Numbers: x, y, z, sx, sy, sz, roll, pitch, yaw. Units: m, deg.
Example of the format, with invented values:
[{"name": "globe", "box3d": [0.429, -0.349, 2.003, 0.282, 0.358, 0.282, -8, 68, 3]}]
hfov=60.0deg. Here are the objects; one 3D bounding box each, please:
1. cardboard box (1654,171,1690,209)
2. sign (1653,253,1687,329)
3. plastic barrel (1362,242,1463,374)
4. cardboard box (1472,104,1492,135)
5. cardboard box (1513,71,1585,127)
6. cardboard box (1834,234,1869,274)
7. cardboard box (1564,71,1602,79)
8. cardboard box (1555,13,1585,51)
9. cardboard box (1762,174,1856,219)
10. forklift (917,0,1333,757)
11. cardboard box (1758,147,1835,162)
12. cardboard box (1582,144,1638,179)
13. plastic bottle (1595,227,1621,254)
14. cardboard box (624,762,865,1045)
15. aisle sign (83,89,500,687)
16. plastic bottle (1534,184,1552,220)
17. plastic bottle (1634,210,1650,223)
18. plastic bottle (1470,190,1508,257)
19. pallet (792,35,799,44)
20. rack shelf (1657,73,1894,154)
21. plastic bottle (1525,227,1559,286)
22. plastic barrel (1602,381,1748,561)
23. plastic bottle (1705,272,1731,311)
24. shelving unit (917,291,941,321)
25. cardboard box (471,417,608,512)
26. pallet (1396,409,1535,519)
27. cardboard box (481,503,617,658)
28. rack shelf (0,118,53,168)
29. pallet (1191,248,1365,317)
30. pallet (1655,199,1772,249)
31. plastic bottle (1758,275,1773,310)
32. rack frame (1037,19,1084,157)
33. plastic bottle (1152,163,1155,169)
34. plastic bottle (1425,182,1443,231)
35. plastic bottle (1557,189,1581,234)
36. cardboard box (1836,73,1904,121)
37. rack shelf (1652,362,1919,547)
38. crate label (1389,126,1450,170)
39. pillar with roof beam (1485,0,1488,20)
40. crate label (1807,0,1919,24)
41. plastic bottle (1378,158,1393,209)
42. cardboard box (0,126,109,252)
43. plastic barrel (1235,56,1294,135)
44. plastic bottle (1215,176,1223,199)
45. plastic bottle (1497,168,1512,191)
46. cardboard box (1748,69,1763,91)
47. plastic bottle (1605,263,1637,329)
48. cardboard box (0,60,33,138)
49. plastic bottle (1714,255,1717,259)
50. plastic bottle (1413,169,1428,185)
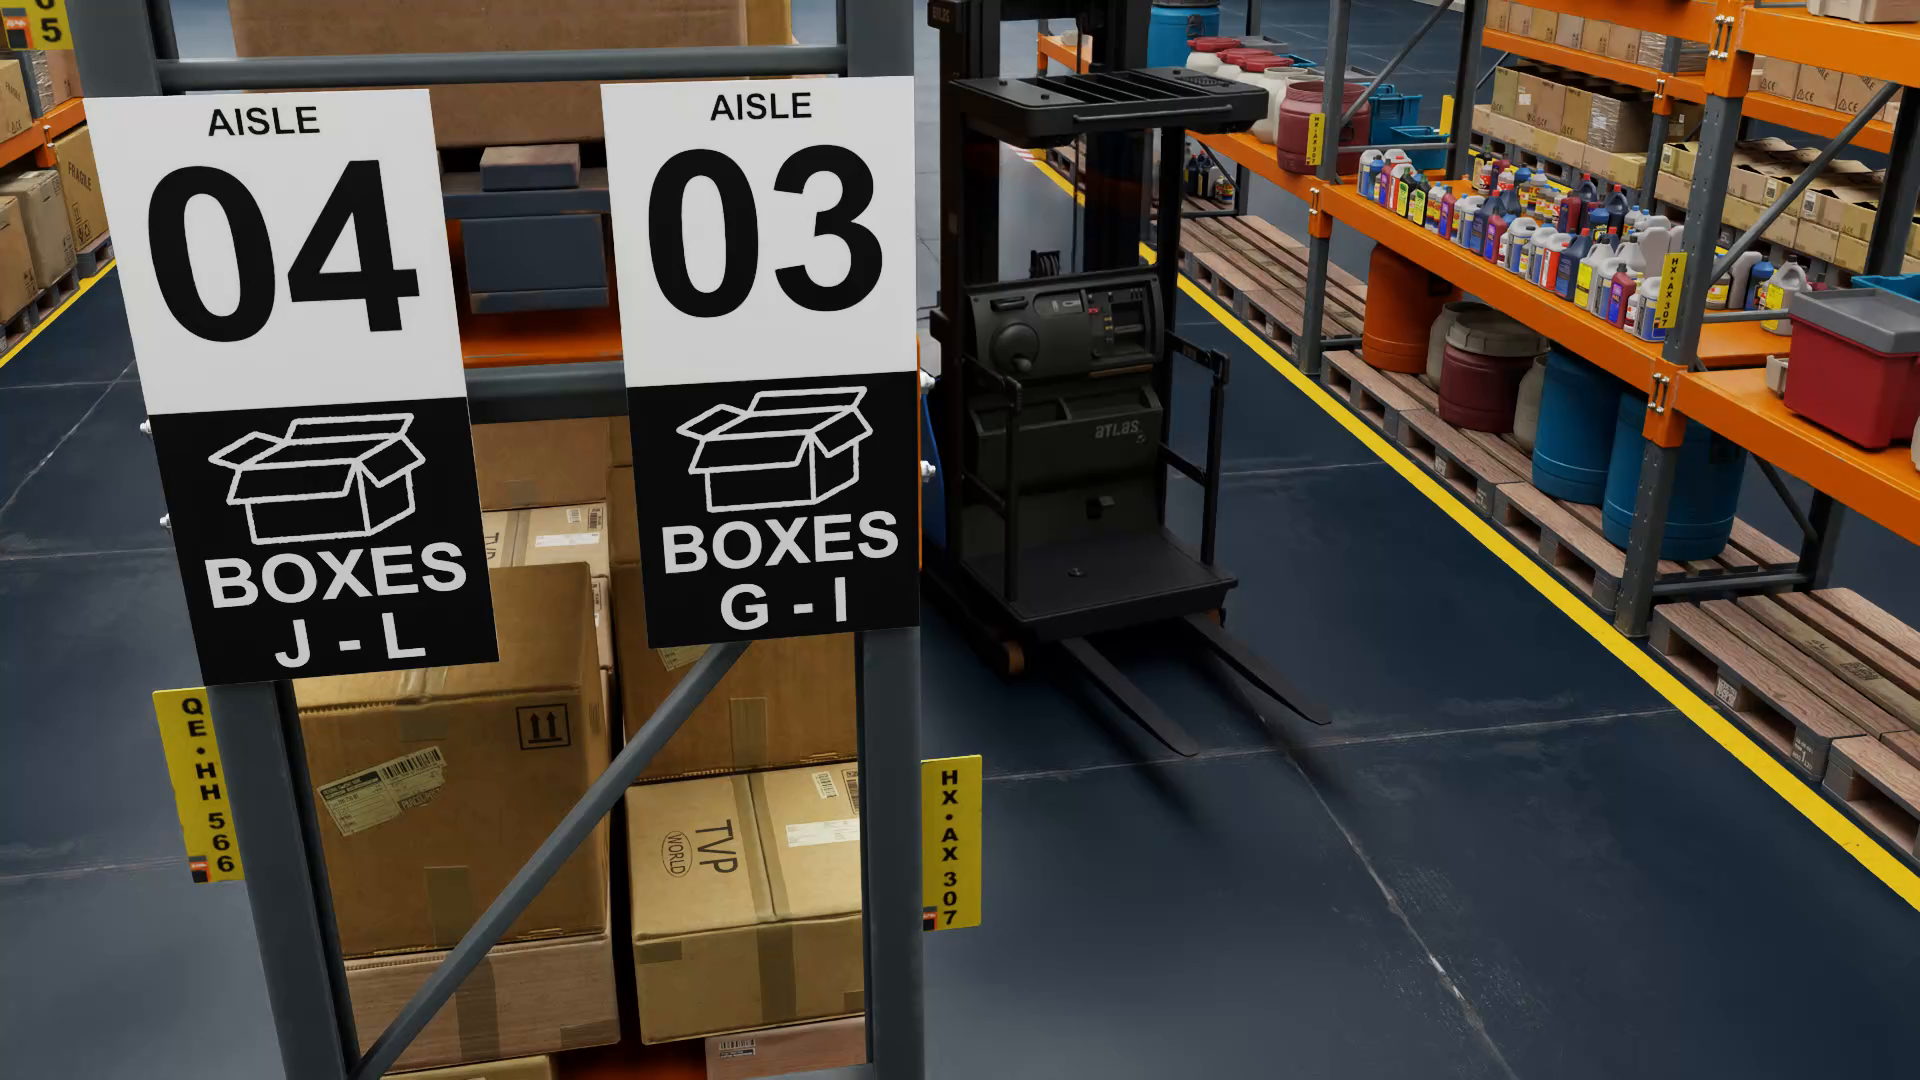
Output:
[{"name": "cardboard box", "box3d": [6.787, -3.242, 15.335, 0.500, 0.250, 0.500, -5, 24, -11]}, {"name": "sign", "box3d": [3.026, -1.061, 7.086, 0.100, 0.325, 0.005, -4, 24, -10]}, {"name": "plastic barrel", "box3d": [2.934, -1.554, 10.748, 0.600, 0.830, 0.708, -4, 24, -10]}, {"name": "cardboard box", "box3d": [6.097, -4.764, 18.822, 0.500, 0.250, 0.500, -4, 24, -10]}, {"name": "cardboard box", "box3d": [6.296, -4.716, 17.774, 0.500, 0.500, 0.500, -4, 24, -10]}, {"name": "cardboard box", "box3d": [7.260, -2.237, 13.034, 0.500, 0.250, 0.500, -5, 24, -10]}, {"name": "cardboard box", "box3d": [6.807, -4.754, 17.862, 0.500, 0.500, 0.500, -4, 24, -10]}, {"name": "cardboard box", "box3d": [6.579, -5.312, 17.040, 0.700, 0.500, 0.500, -4, 24, -8]}, {"name": "cardboard box", "box3d": [7.073, -2.890, 13.829, 0.500, 0.311, 0.500, -4, 24, -8]}, {"name": "forklift", "box3d": [0.570, -0.928, 7.212, 1.130, 2.935, 3.031, -10, 25, -21]}, {"name": "cardboard box", "box3d": [7.415, -3.333, 14.844, 0.500, 0.311, 0.500, -4, 24, -8]}, {"name": "cardboard box", "box3d": [6.573, -3.782, 16.573, 0.500, 0.250, 0.500, -4, 24, -10]}, {"name": "plastic bottle", "box3d": [3.183, -1.372, 8.206, 0.144, 0.351, 0.185, -4, 24, -10]}, {"name": "cardboard box", "box3d": [-0.385, 0.689, 3.240, 0.500, 0.250, 0.500, -5, 24, -11]}, {"name": "aisle sign", "box3d": [-0.843, -0.175, 2.155, 0.394, 0.787, 0.004, -4, 24, -10]}, {"name": "plastic bottle", "box3d": [3.457, -2.000, 9.830, 0.097, 0.201, 0.097, 0, 24, 0]}, {"name": "plastic bottle", "box3d": [3.647, -1.629, 8.892, 0.097, 0.271, 0.097, 0, 24, 0]}, {"name": "plastic bottle", "box3d": [2.871, -1.722, 9.007, 0.144, 0.351, 0.185, -4, 24, -10]}, {"name": "pallet", "box3d": [-0.938, -1.140, 3.976, 1.003, 0.211, 1.213, -4, 24, -10]}, {"name": "rack shelf", "box3d": [7.326, -3.370, 13.617, 1.077, 0.370, 4.000, -4, 24, -10]}, {"name": "plastic bottle", "box3d": [2.990, -1.444, 8.462, 0.152, 0.276, 0.135, -4, 24, -10]}, {"name": "plastic barrel", "box3d": [3.483, -0.420, 8.062, 0.600, 0.901, 0.708, -4, 24, -10]}, {"name": "plastic bottle", "box3d": [3.669, -1.221, 8.046, 0.097, 0.201, 0.097, 0, 24, 0]}, {"name": "shelving unit", "box3d": [-0.175, -0.710, 8.876, 0.258, 1.200, 0.189, -10, 25, -21]}, {"name": "cardboard box", "box3d": [-1.279, -0.413, 4.827, 0.500, 0.500, 0.500, -5, 24, -11]}, {"name": "pallet", "box3d": [3.236, -0.484, 9.594, 1.003, 0.211, 1.213, -4, 24, -10]}, {"name": "cardboard box", "box3d": [-1.200, 0.123, 4.537, 0.500, 0.250, 0.500, -4, 24, -10]}, {"name": "rack shelf", "box3d": [-7.303, -2.311, 11.192, 1.077, 0.370, 4.000, -4, 24, -10]}, {"name": "pallet", "box3d": [2.500, -2.056, 13.194, 1.003, 0.211, 1.213, -4, 24, -10]}, {"name": "pallet", "box3d": [7.131, -2.921, 15.175, 1.003, 0.211, 1.213, -4, 24, -10]}, {"name": "plastic bottle", "box3d": [3.854, -1.156, 7.896, 0.097, 0.201, 0.097, 0, 24, 0]}, {"name": "rack frame", "box3d": [1.348, -5.694, 18.040, 1.000, 3.000, 0.127, -4, 24, -10]}, {"name": "plastic bottle", "box3d": [1.790, -3.403, 15.647, 0.152, 0.276, 0.135, -4, 24, -10]}, {"name": "plastic bottle", "box3d": [2.737, -1.922, 9.563, 0.097, 0.271, 0.097, 0, 24, 0]}, {"name": "plastic bottle", "box3d": [3.425, -1.834, 9.347, 0.061, 0.283, 0.133, -4, 24, -10]}, {"name": "cardboard box", "box3d": [7.369, -3.617, 13.160, 0.500, 0.500, 0.500, -6, 24, -13]}, {"name": "rack shelf", "box3d": [3.936, 0.142, 5.576, 1.077, 0.370, 4.000, -4, 24, -10]}, {"name": "crate label", "box3d": [3.117, -2.664, 11.312, 0.303, 0.233, 0.416, -4, 24, -10]}, {"name": "pillar with roof beam", "box3d": [5.614, -13.367, 28.112, 9.100, 9.000, 0.400, -4, 24, -10]}, {"name": "crate label", "box3d": [3.373, -2.014, 6.196, 0.293, 0.136, 0.466, -4, 24, -10]}, {"name": "plastic bottle", "box3d": [2.605, -2.167, 10.111, 0.061, 0.283, 0.133, -4, 24, -10]}, {"name": "cardboard box", "box3d": [-7.721, -2.898, 13.769, 0.875, 0.875, 0.875, -4, 24, -9]}, {"name": "plastic barrel", "box3d": [2.264, -3.332, 12.461, 0.433, 0.535, 0.433, 0, 24, 0]}, {"name": "plastic bottle", "box3d": [2.422, -3.278, 15.454, 0.097, 0.201, 0.097, 0, 24, 0]}, {"name": "plastic bottle", "box3d": [3.367, -2.192, 10.268, 0.097, 0.201, 0.097, 0, 24, 0]}, {"name": "cardboard box", "box3d": [6.919, -4.007, 14.492, 0.380, 0.149, 0.250, -4, 24, -10]}, {"name": "plastic bottle", "box3d": [3.088, -1.140, 7.757, 0.061, 0.283, 0.133, -4, 24, -10]}, {"name": "cardboard box", "box3d": [-7.314, -3.287, 12.404, 0.500, 0.500, 0.500, -4, 24, -10]}, {"name": "plastic bottle", "box3d": [3.757, -1.362, 8.368, 0.097, 0.201, 0.097, 0, 24, 0]}, {"name": "plastic bottle", "box3d": [2.729, -2.069, 9.901, 0.097, 0.271, 0.097, 0, 24, 0]}]
